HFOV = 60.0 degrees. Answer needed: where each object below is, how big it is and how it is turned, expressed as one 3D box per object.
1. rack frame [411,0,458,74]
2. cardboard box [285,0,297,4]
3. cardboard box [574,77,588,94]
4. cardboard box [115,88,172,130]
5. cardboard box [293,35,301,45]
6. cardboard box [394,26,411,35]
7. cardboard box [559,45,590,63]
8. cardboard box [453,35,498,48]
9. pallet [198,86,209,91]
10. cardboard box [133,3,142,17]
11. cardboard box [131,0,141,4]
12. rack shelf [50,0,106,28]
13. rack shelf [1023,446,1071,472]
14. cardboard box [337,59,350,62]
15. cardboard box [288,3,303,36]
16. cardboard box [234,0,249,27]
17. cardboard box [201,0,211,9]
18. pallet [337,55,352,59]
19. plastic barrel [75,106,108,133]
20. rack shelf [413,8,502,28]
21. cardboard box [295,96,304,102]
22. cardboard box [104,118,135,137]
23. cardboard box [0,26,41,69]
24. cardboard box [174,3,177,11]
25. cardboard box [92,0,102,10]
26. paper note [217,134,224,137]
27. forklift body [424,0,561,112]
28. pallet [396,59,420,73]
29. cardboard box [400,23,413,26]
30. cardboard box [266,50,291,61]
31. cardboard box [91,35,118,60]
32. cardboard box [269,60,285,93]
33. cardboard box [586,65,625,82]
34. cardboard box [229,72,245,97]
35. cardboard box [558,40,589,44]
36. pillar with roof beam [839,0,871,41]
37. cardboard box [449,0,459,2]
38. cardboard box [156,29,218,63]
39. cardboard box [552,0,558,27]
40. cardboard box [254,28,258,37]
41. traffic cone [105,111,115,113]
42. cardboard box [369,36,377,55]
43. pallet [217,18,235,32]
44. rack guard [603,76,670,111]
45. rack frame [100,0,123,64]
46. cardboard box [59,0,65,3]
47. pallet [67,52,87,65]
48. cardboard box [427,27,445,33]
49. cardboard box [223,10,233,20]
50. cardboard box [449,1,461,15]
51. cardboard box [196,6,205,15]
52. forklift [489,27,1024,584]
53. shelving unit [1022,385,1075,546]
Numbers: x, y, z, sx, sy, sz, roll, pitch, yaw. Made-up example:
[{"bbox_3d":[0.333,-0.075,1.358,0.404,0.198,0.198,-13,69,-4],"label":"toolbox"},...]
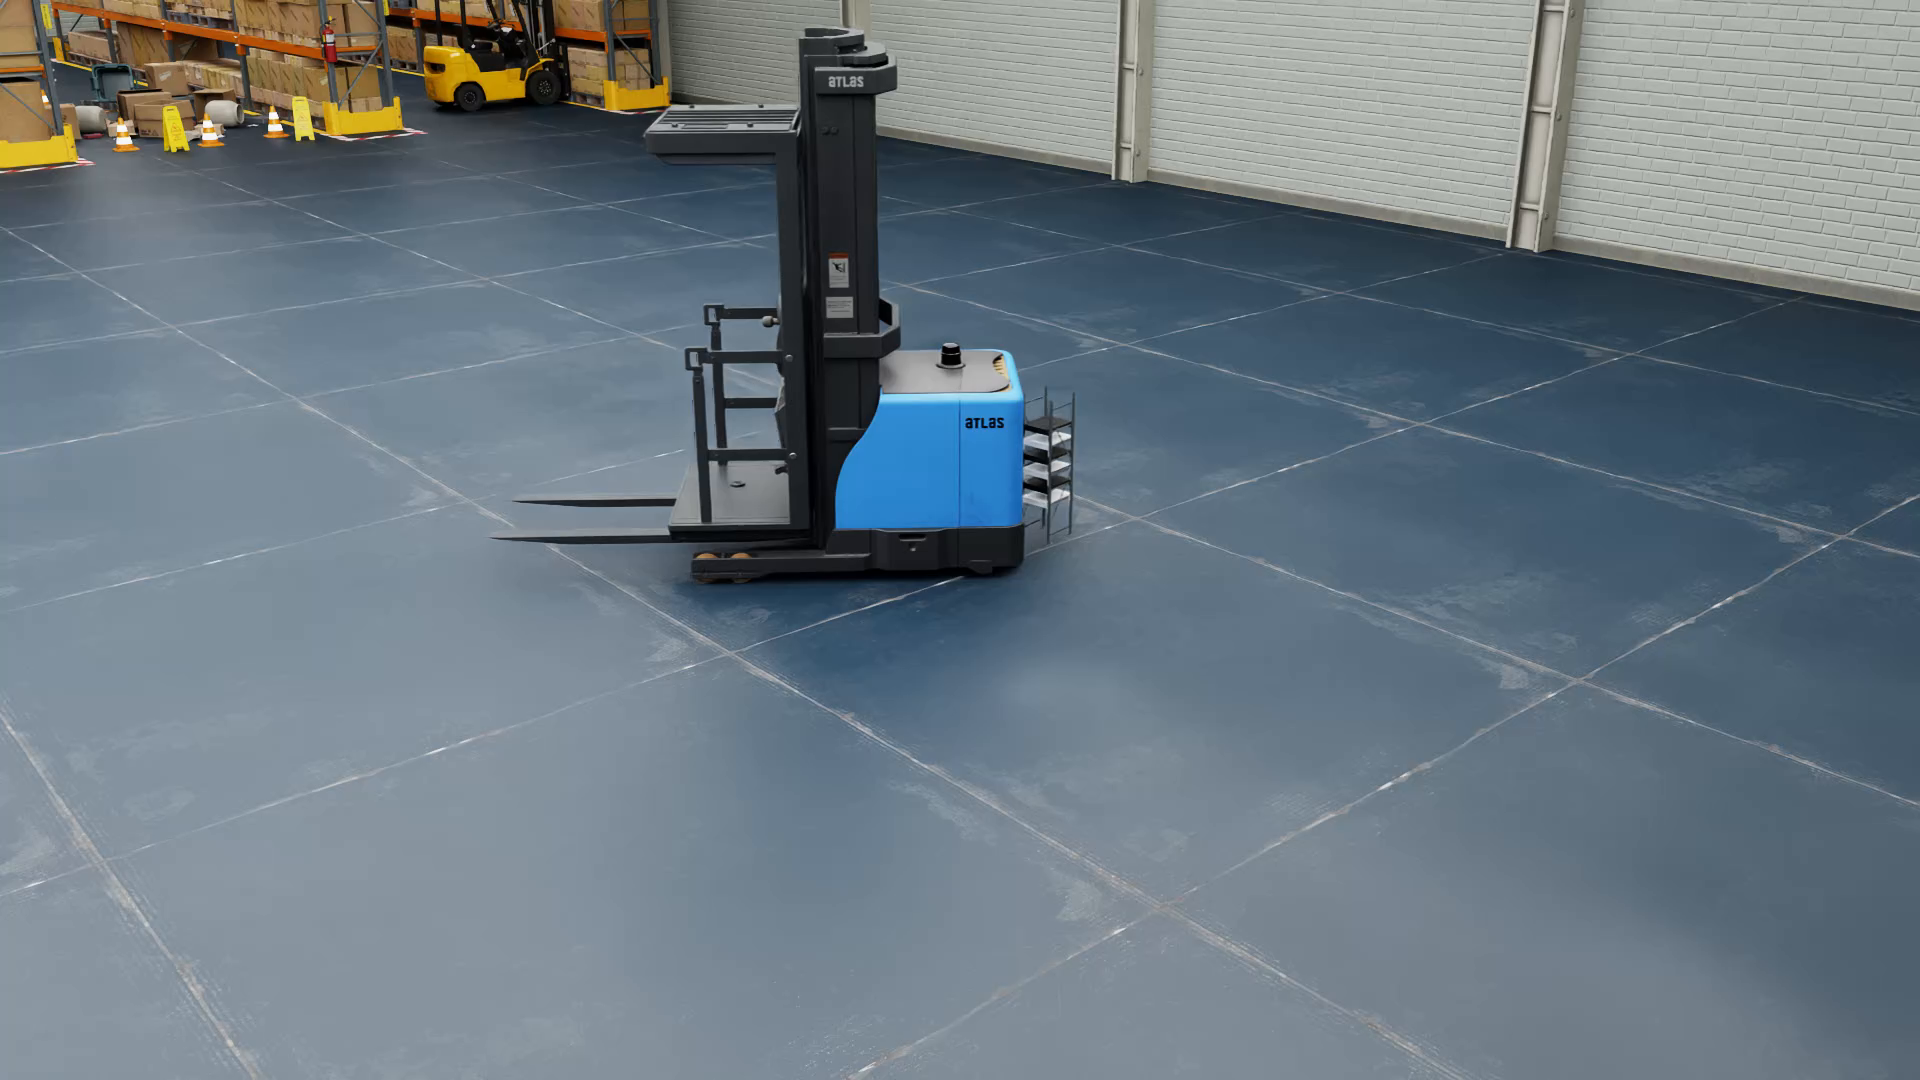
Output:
[{"bbox_3d":[-11.001,-11.355,34.863,1.000,3.000,0.127,-17,27,-37],"label":"rack frame"},{"bbox_3d":[-10.361,-8.844,26.535,0.700,0.500,0.500,-17,27,-37],"label":"cardboard box"},{"bbox_3d":[-6.643,-8.255,30.141,0.500,0.250,0.500,-17,27,-37],"label":"cardboard box"},{"bbox_3d":[-13.218,-7.002,26.986,0.797,0.637,0.503,-17,27,-37],"label":"cardboard box"},{"bbox_3d":[-10.535,-8.081,26.849,0.380,0.149,0.250,-17,27,-37],"label":"cardboard box"},{"bbox_3d":[-11.994,-11.000,35.919,0.380,0.149,0.250,-16,27,-36],"label":"cardboard box"},{"bbox_3d":[-6.991,-8.856,30.304,0.500,0.250,0.500,-17,27,-37],"label":"cardboard box"},{"bbox_3d":[-9.732,-9.905,33.841,0.875,0.625,0.625,-19,28,-40],"label":"cardboard box"},{"bbox_3d":[-13.458,-8.321,30.940,1.003,0.211,1.213,-17,27,-37],"label":"pallet"},{"bbox_3d":[-15.948,-10.461,32.786,0.500,0.250,0.500,-18,28,-38],"label":"cardboard box"},{"bbox_3d":[-15.955,-10.686,32.675,0.500,0.250,0.500,-18,28,-39],"label":"cardboard box"},{"bbox_3d":[-18.676,-11.496,36.207,1.077,0.370,4.000,-17,27,-37],"label":"rack shelf"},{"bbox_3d":[0.518,-0.492,9.851,0.200,0.077,0.258,17,27,37],"label":"rack shelf"},{"bbox_3d":[-10.536,-7.806,27.967,0.500,0.500,0.500,-17,27,-36],"label":"cardboard box"},{"bbox_3d":[-10.423,-8.371,26.700,0.500,0.500,0.500,-17,27,-37],"label":"cardboard box"},{"bbox_3d":[-12.072,-9.065,28.470,0.500,0.500,0.500,-18,27,-38],"label":"cardboard box"},{"bbox_3d":[-13.280,-9.802,29.776,0.500,0.500,0.500,-16,27,-36],"label":"cardboard box"},{"bbox_3d":[-14.060,-11.352,38.679,1.003,0.211,1.213,-17,27,-37],"label":"pallet"},{"bbox_3d":[-13.930,-6.714,26.544,0.512,0.421,0.421,0,21,-1],"label":"plastic barrel"},{"bbox_3d":[-9.696,-10.468,33.584,1.077,0.370,4.000,-17,27,-37],"label":"rack shelf"},{"bbox_3d":[-10.601,-7.182,27.402,0.500,0.250,0.500,-17,27,-37],"label":"cardboard box"},{"bbox_3d":[-13.315,-6.552,26.348,0.396,0.266,0.258,-12,25,-28],"label":"cardboard box"},{"bbox_3d":[-13.498,-6.918,23.328,0.875,0.550,0.550,-17,27,-37],"label":"cardboard box"},{"bbox_3d":[-14.529,-10.031,31.251,0.380,0.149,0.250,-20,29,-41],"label":"cardboard box"},{"bbox_3d":[-17.866,-11.392,34.819,0.500,0.500,0.500,-17,27,-37],"label":"cardboard box"},{"bbox_3d":[-11.662,-6.367,26.199,0.142,0.019,0.148,12,24,27],"label":"paper note"},{"bbox_3d":[-8.399,-8.840,29.604,2.313,2.155,1.214,-17,27,-37],"label":"forklift body"},{"bbox_3d":[-11.460,-10.272,35.922,1.003,0.211,1.213,-17,27,-37],"label":"pallet"},{"bbox_3d":[-12.134,-11.337,36.778,0.380,0.149,0.250,-19,28,-39],"label":"cardboard box"},{"bbox_3d":[-11.417,-8.143,27.938,0.380,0.149,0.250,-16,26,-34],"label":"cardboard box"},{"bbox_3d":[-18.284,-10.727,36.195,0.875,0.438,0.875,-18,28,-39],"label":"cardboard box"},{"bbox_3d":[-11.272,-7.816,27.993,0.500,0.500,0.500,-16,26,-35],"label":"cardboard box"},{"bbox_3d":[-6.334,-8.353,29.707,0.500,0.250,0.500,-18,28,-38],"label":"cardboard box"},{"bbox_3d":[-12.492,-8.184,29.793,0.950,0.372,0.625,-17,27,-37],"label":"cardboard box"},{"bbox_3d":[-7.260,-9.262,31.341,0.500,0.250,0.500,-17,27,-37],"label":"cardboard box"},{"bbox_3d":[-4.896,-9.663,22.316,9.100,9.000,0.400,-17,27,-37],"label":"pillar with roof beam"},{"bbox_3d":[-9.890,-10.915,33.259,0.500,0.250,0.500,-17,27,-37],"label":"cardboard box"},{"bbox_3d":[-15.147,-9.590,32.692,0.875,0.875,0.875,-18,28,-38],"label":"cardboard box"},{"bbox_3d":[-7.302,-9.689,30.470,0.500,0.500,0.500,-17,27,-37],"label":"cardboard box"},{"bbox_3d":[-11.785,-8.664,28.335,0.380,0.149,0.250,-18,27,-38],"label":"cardboard box"},{"bbox_3d":[-14.965,-7.738,29.105,0.336,0.463,0.334,-17,27,-37],"label":"traffic cone"},{"bbox_3d":[-12.789,-11.021,36.862,0.500,0.500,0.500,-18,28,-39],"label":"cardboard box"},{"bbox_3d":[-12.537,-9.224,29.685,1.003,0.211,1.213,-17,27,-37],"label":"pallet"},{"bbox_3d":[-5.764,-7.975,29.659,1.175,0.500,0.348,-17,27,-37],"label":"rack guard"},{"bbox_3d":[-17.370,-11.278,34.665,1.000,3.000,0.127,-17,27,-37],"label":"rack frame"},{"bbox_3d":[-19.534,-12.096,36.616,0.500,0.500,0.500,-18,28,-38],"label":"cardboard box"},{"bbox_3d":[-19.400,-10.882,37.479,1.003,0.211,1.213,-17,27,-37],"label":"pallet"},{"bbox_3d":[-11.259,-10.987,35.885,0.380,0.149,0.250,-16,27,-36],"label":"cardboard box"},{"bbox_3d":[-12.693,-9.223,29.187,0.380,0.149,0.250,-17,27,-37],"label":"cardboard box"},{"bbox_3d":[-9.893,-10.680,33.345,0.500,0.250,0.500,-16,27,-36],"label":"cardboard box"},{"bbox_3d":[-13.670,-9.659,30.301,0.380,0.149,0.250,-16,27,-36],"label":"cardboard box"},{"bbox_3d":[-1.167,-1.317,9.327,3.031,2.935,1.130,-1,21,-2],"label":"forklift"},{"bbox_3d":[0.518,-0.439,9.872,0.210,0.900,0.258,17,27,37],"label":"shelving unit"}]
